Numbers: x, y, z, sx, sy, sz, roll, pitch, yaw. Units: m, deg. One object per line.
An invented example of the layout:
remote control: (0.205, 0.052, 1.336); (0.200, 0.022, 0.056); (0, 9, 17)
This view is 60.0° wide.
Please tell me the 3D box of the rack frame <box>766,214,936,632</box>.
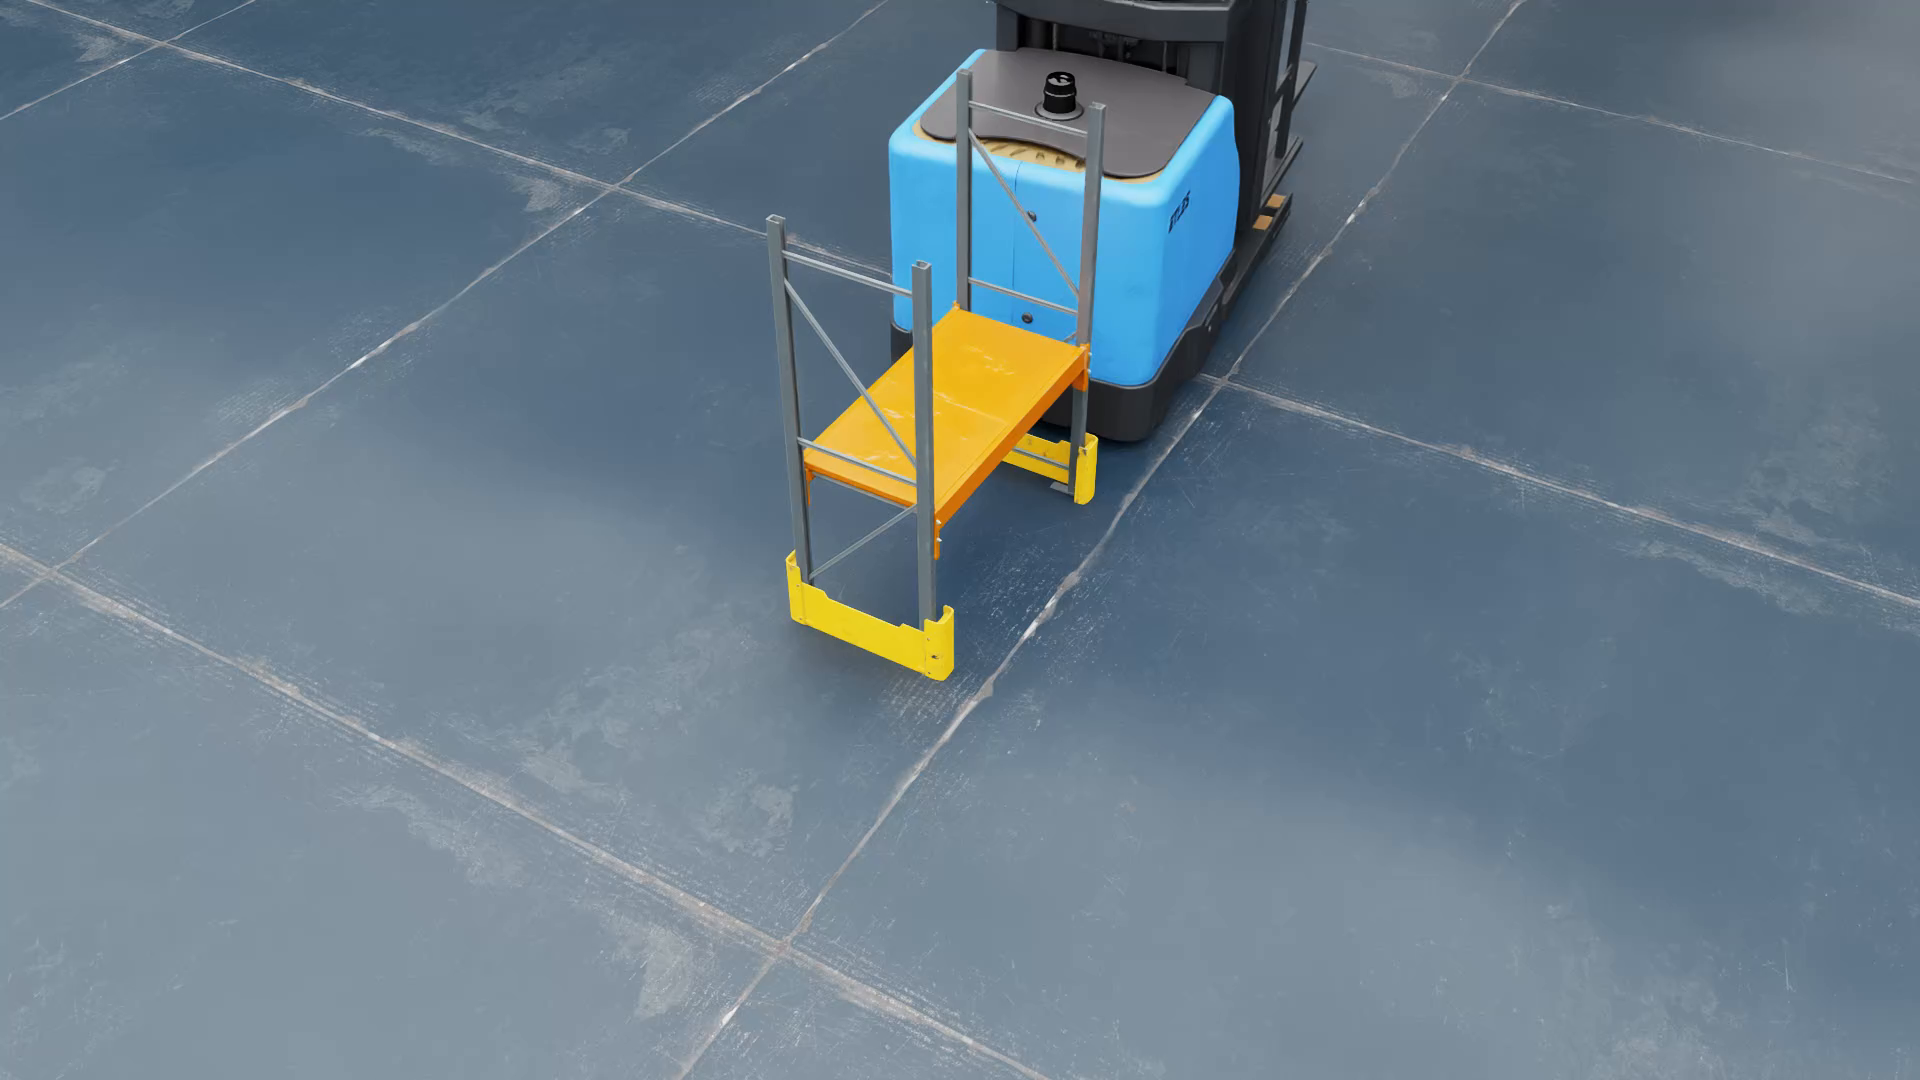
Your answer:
rack frame: (-0.297, -0.223, 4.869); (0.500, 1.500, 0.032); (21, 45, 22)

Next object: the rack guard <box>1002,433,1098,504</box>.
rack guard: (0.211, -0.335, 5.941); (0.587, 0.250, 0.087); (21, 45, 22)

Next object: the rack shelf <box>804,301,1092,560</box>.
rack shelf: (-0.043, -0.379, 5.318); (0.538, 0.185, 1.000); (21, 45, 22)

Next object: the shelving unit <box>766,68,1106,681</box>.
shelving unit: (-0.038, -0.519, 5.205); (0.587, 1.500, 1.083); (21, 45, 22)

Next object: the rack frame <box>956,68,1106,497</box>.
rack frame: (0.212, -0.805, 5.529); (0.500, 1.500, 0.032); (21, 45, 22)

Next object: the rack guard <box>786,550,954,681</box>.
rack guard: (-0.287, 0.235, 5.294); (0.587, 0.250, 0.087); (21, 45, 22)

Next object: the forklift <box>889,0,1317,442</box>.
forklift: (0.800, -2.435, 6.297); (1.130, 2.935, 3.031); (16, 44, 18)
